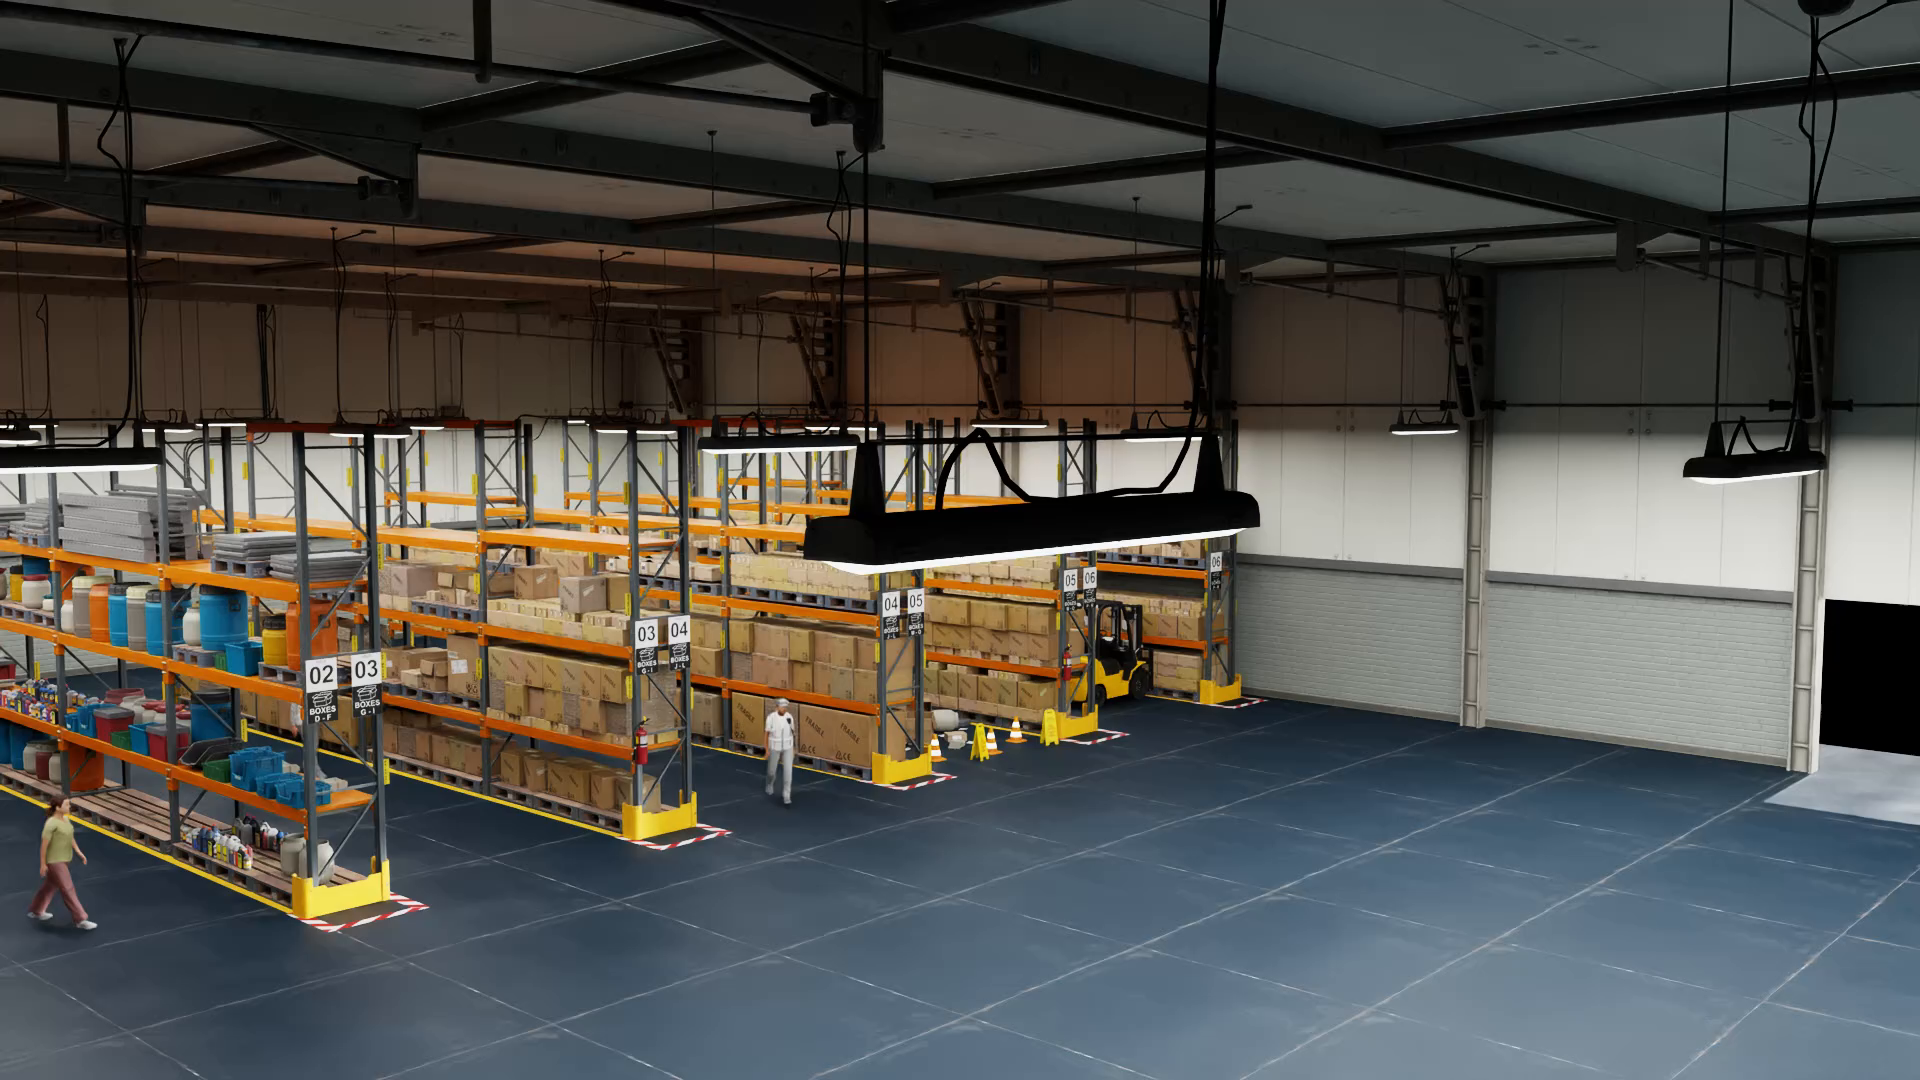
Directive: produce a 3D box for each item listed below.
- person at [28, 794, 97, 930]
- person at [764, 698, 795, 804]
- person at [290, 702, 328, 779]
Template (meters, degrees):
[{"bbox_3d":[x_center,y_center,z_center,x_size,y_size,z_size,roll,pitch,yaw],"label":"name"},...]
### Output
[{"bbox_3d":[-10.850,3.857,20.076,1.096,1.599,0.526,1,5,12],"label":"person"},{"bbox_3d":[-2.883,3.331,26.535,0.513,1.634,0.783,-1,5,-17],"label":"person"},{"bbox_3d":[-10.985,3.160,28.300,0.791,1.775,0.571,2,5,27],"label":"person"}]
